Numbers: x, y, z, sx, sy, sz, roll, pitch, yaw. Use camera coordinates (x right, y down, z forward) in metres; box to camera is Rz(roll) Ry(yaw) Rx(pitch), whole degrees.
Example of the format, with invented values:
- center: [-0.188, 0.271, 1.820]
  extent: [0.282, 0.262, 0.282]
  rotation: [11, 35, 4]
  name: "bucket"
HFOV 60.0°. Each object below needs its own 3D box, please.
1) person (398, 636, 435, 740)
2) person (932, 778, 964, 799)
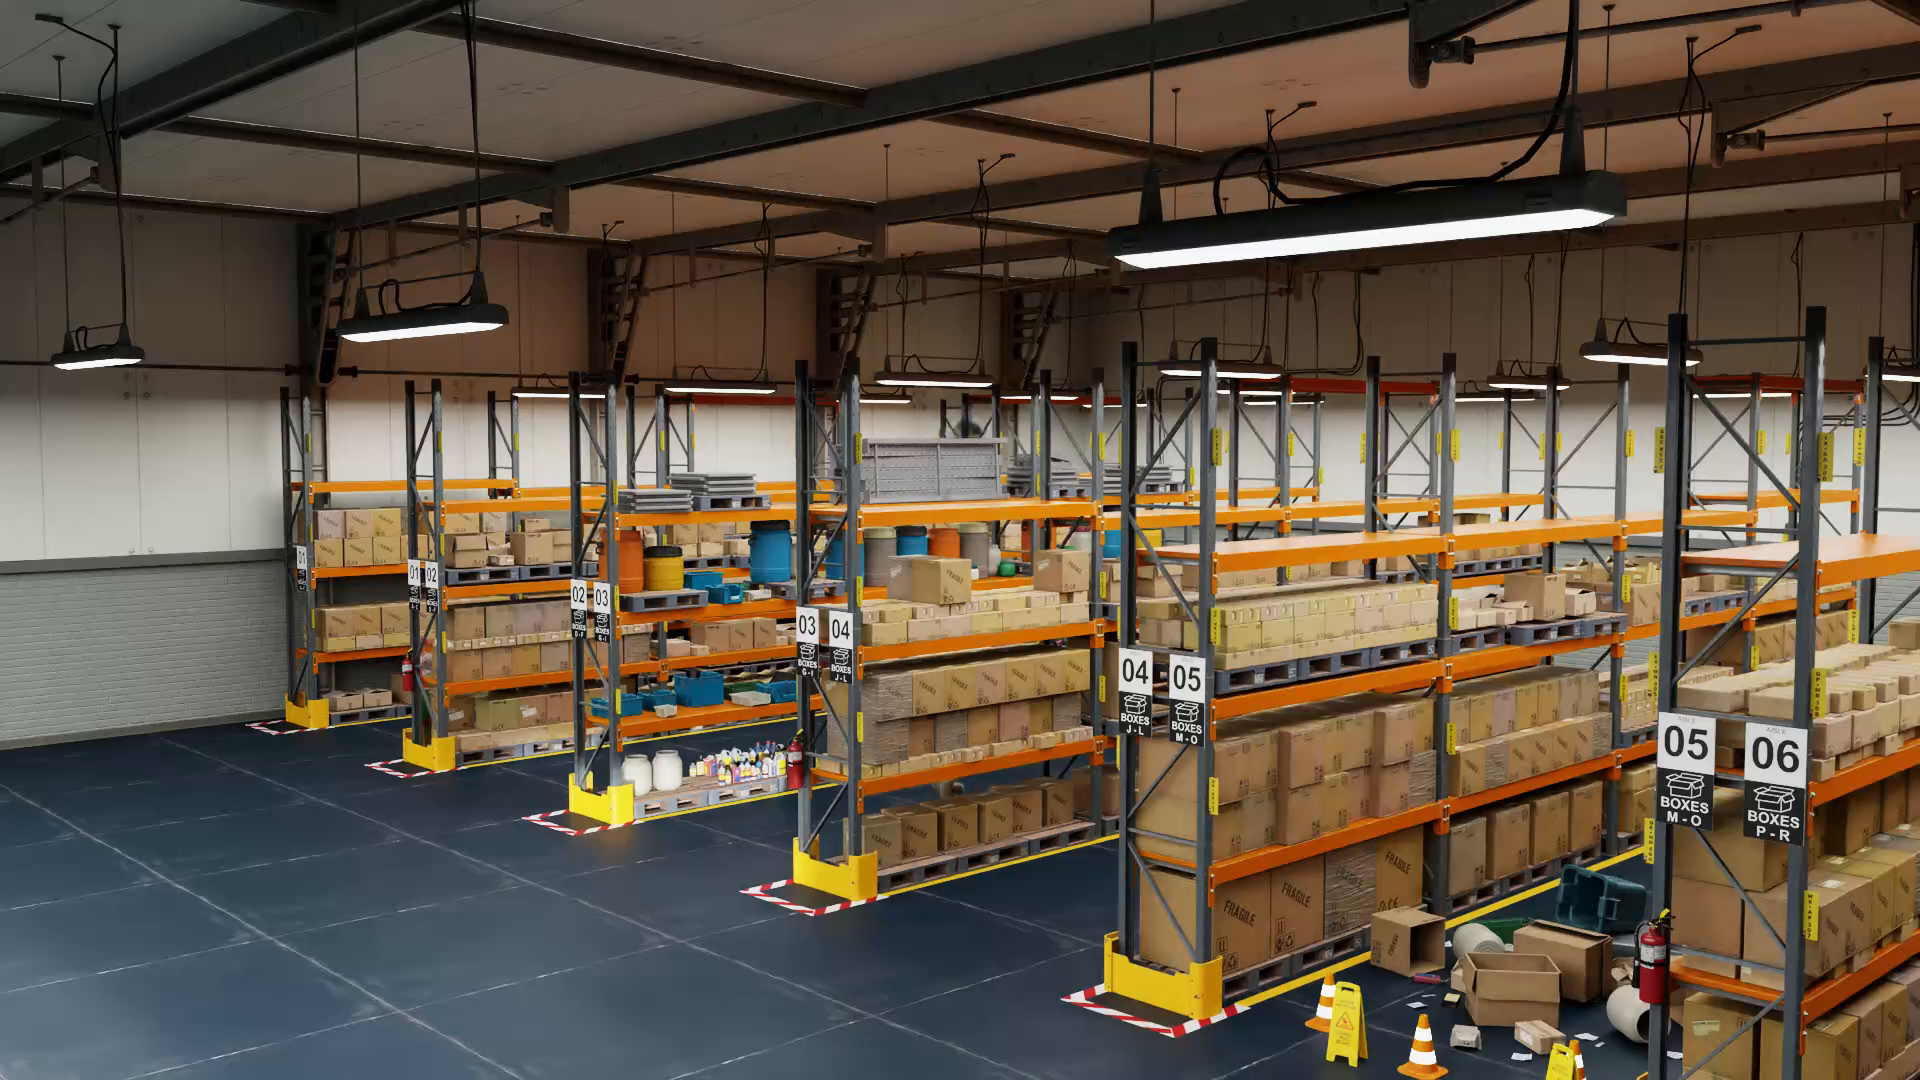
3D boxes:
- center: [-8.970, 2.509, 27.582]
  extent: [0.665, 1.858, 0.726]
  rotation: [2, 4, 33]
  name: "person"
- center: [-0.104, 2.908, 22.197]
  extent: [0.662, 1.686, 0.698]
  rotation: [3, 5, 40]
  name: "person"
